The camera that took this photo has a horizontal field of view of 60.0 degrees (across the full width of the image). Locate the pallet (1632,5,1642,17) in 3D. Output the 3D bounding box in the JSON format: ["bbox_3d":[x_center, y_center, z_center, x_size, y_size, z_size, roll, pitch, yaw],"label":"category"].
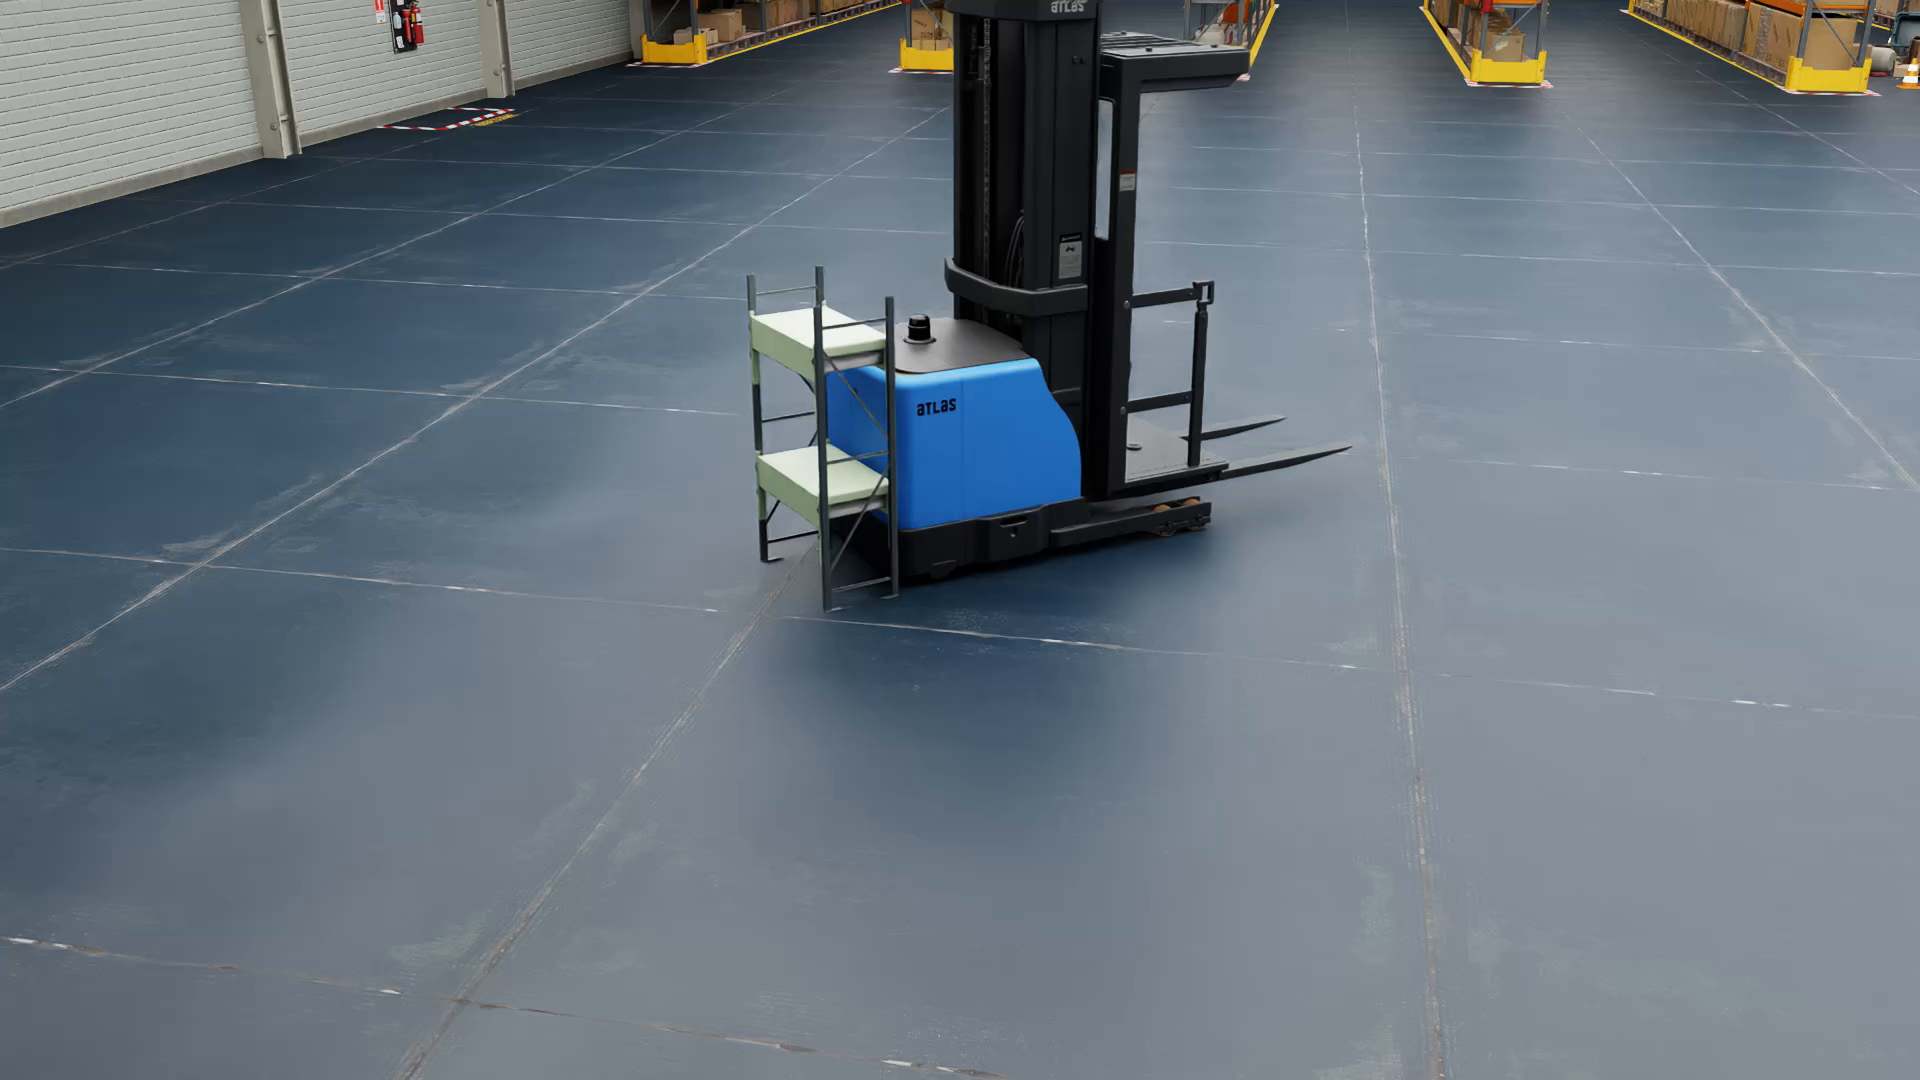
[{"bbox_3d":[17.109,-12.953,40.734,1.003,0.211,1.213,4,22,11],"label":"pallet"}]

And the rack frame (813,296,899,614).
[{"bbox_3d":[-0.479,-0.383,7.796,0.400,1.500,0.023,-12,25,-28],"label":"rack frame"}]

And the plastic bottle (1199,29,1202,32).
[{"bbox_3d":[4.496,-9.460,31.285,0.144,0.351,0.185,4,22,10],"label":"plastic bottle"}]

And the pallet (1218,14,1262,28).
[{"bbox_3d":[6.380,-11.879,38.066,1.003,0.211,1.213,4,22,11],"label":"pallet"}]

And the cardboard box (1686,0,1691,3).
[{"bbox_3d":[15.668,-11.482,35.128,0.500,0.250,0.500,5,22,12],"label":"cardboard box"}]

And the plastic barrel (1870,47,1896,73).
[{"bbox_3d":[16.146,-8.454,29.277,0.421,0.421,0.512,-16,27,-35],"label":"plastic barrel"}]

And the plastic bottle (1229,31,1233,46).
[{"bbox_3d":[5.097,-9.420,31.275,0.061,0.283,0.133,4,22,11],"label":"plastic bottle"}]

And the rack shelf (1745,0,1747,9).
[{"bbox_3d":[15.284,-10.578,32.067,1.077,0.370,4.000,4,22,11],"label":"rack shelf"}]

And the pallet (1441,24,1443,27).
[{"bbox_3d":[11.590,-11.940,38.217,1.003,0.211,1.213,4,22,11],"label":"pallet"}]

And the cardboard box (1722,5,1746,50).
[{"bbox_3d":[14.915,-9.566,31.039,1.050,0.750,0.750,4,22,11],"label":"cardboard box"}]

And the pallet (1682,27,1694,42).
[{"bbox_3d":[15.853,-10.636,34.979,1.003,0.211,1.213,4,22,11],"label":"pallet"}]

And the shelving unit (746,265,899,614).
[{"bbox_3d":[-0.665,-0.500,8.088,0.431,1.500,0.755,-12,25,-28],"label":"shelving unit"}]

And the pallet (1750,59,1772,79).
[{"bbox_3d":[14.398,-8.167,28.850,1.003,0.211,1.213,4,22,11],"label":"pallet"}]

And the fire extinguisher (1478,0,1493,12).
[{"bbox_3d":[8.750,-9.090,27.512,0.296,0.674,0.183,4,22,11],"label":"fire extinguisher"}]

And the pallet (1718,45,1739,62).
[{"bbox_3d":[14.960,-9.175,31.352,1.003,0.211,1.213,4,22,11],"label":"pallet"}]

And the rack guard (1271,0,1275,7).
[{"bbox_3d":[7.633,-14.212,43.472,1.175,0.500,0.348,4,22,11],"label":"rack guard"}]

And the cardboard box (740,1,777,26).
[{"bbox_3d":[-4.316,-11.236,35.495,0.700,0.500,0.500,4,22,10],"label":"cardboard box"}]

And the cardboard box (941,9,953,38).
[{"bbox_3d":[-0.045,-9.518,30.587,0.500,0.500,0.500,4,22,11],"label":"cardboard box"}]

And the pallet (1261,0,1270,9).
[{"bbox_3d":[7.435,-13.770,42.761,1.003,0.211,1.213,4,22,11],"label":"pallet"}]

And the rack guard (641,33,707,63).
[{"bbox_3d":[-5.307,-9.134,30.863,1.175,0.500,0.348,4,22,11],"label":"rack guard"}]

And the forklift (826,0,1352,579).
[{"bbox_3d":[0.779,-1.539,8.751,3.031,2.935,1.130,-11,25,-26],"label":"forklift"}]

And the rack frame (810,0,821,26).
[{"bbox_3d":[-3.690,-13.191,37.592,1.000,3.000,0.127,4,22,11],"label":"rack frame"}]

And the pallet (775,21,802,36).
[{"bbox_3d":[-4.102,-11.167,36.299,1.003,0.211,1.213,4,22,11],"label":"pallet"}]

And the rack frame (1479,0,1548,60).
[{"bbox_3d":[9.225,-9.133,27.514,1.000,3.000,0.127,4,22,11],"label":"rack frame"}]

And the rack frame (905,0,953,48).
[{"bbox_3d":[-0.472,-9.889,29.393,1.000,3.000,0.127,4,22,11],"label":"rack frame"}]

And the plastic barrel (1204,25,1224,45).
[{"bbox_3d":[4.538,-8.981,29.906,0.421,0.512,0.421,0,22,0],"label":"plastic barrel"}]

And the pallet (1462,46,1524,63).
[{"bbox_3d":[9.939,-9.054,31.051,1.003,0.211,1.213,4,22,11],"label":"pallet"}]

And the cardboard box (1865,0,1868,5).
[{"bbox_3d":[22.155,-12.986,39.950,0.875,0.438,0.875,4,22,9],"label":"cardboard box"}]

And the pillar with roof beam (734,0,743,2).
[{"bbox_3d":[-0.588,-15.236,34.639,9.100,9.000,0.400,4,22,11],"label":"pillar with roof beam"}]

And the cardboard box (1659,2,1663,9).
[{"bbox_3d":[16.262,-12.256,38.126,0.380,0.149,0.250,5,22,12],"label":"cardboard box"}]

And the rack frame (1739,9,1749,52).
[{"bbox_3d":[14.876,-10.180,30.116,1.000,3.000,0.127,4,22,11],"label":"rack frame"}]

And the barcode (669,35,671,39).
[{"bbox_3d":[-5.481,-9.510,31.449,0.001,0.075,0.075,4,22,11],"label":"barcode"}]

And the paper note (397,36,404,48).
[{"bbox_3d":[-7.896,-7.024,23.458,0.016,0.148,0.142,4,22,11],"label":"paper note"}]

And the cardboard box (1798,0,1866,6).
[{"bbox_3d":[14.091,-8.926,26.801,0.875,0.550,0.550,4,22,11],"label":"cardboard box"}]

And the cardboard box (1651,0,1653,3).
[{"bbox_3d":[16.758,-12.923,39.782,0.380,0.149,0.250,6,23,14],"label":"cardboard box"}]

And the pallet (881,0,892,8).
[{"bbox_3d":[-2.395,-14.080,43.532,1.003,0.211,1.213,4,22,11],"label":"pallet"}]

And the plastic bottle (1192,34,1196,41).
[{"bbox_3d":[4.328,-9.203,30.737,0.061,0.283,0.133,5,22,12],"label":"plastic bottle"}]

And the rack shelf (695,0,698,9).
[{"bbox_3d":[-4.914,-10.663,32.278,1.077,0.370,4.000,4,22,11],"label":"rack shelf"}]

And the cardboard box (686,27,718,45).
[{"bbox_3d":[-4.977,-9.677,31.876,0.500,0.311,0.500,6,23,15],"label":"cardboard box"}]

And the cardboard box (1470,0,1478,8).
[{"bbox_3d":[10.652,-11.009,33.926,0.500,0.250,0.500,7,23,17],"label":"cardboard box"}]

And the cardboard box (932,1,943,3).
[{"bbox_3d":[-0.261,-10.108,32.050,0.500,0.500,0.500,4,22,11],"label":"cardboard box"}]

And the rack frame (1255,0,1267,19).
[{"bbox_3d":[6.825,-13.899,39.349,1.000,3.000,0.127,4,22,11],"label":"rack frame"}]

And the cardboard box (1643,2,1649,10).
[{"bbox_3d":[16.633,-12.811,39.901,0.380,0.149,0.250,3,22,8],"label":"cardboard box"}]

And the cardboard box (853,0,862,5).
[{"bbox_3d":[-2.879,-13.604,40.932,0.750,0.750,0.750,5,22,12],"label":"cardboard box"}]

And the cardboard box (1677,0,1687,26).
[{"bbox_3d":[15.772,-11.323,35.738,0.500,0.500,0.500,3,22,9],"label":"cardboard box"}]

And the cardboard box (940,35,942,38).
[{"bbox_3d":[-0.562,-9.211,30.827,0.500,0.250,0.500,4,22,11],"label":"cardboard box"}]

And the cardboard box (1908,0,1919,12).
[{"bbox_3d":[21.327,-11.742,36.276,0.875,0.875,0.875,5,23,13],"label":"cardboard box"}]

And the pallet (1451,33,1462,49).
[{"bbox_3d":[10.445,-10.034,33.486,1.003,0.211,1.213,4,22,11],"label":"pallet"}]

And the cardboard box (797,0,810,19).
[{"bbox_3d":[-3.786,-11.968,37.313,0.700,0.500,0.500,5,22,12],"label":"cardboard box"}]

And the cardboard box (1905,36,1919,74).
[{"bbox_3d":[16.989,-8.460,29.005,0.797,0.637,0.503,4,22,11],"label":"cardboard box"}]

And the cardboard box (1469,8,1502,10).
[{"bbox_3d":[10.531,-10.445,33.529,0.700,0.500,0.500,6,23,15],"label":"cardboard box"}]

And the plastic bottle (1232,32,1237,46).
[{"bbox_3d":[5.201,-9.409,31.257,0.152,0.276,0.135,5,22,12],"label":"plastic bottle"}]

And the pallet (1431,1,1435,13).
[{"bbox_3d":[12.403,-13.392,41.824,1.003,0.211,1.213,4,22,11],"label":"pallet"}]

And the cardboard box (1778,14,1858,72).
[{"bbox_3d":[14.134,-8.180,27.431,0.875,0.875,0.875,5,22,11],"label":"cardboard box"}]

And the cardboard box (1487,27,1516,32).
[{"bbox_3d":[9.604,-8.844,29.581,0.500,0.500,0.500,7,23,16],"label":"cardboard box"}]

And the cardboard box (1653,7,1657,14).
[{"bbox_3d":[16.381,-12.338,38.728,0.380,0.149,0.250,4,22,9],"label":"cardboard box"}]

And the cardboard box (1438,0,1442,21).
[{"bbox_3d":[11.208,-11.844,36.528,1.225,0.875,0.875,5,22,11],"label":"cardboard box"}]
